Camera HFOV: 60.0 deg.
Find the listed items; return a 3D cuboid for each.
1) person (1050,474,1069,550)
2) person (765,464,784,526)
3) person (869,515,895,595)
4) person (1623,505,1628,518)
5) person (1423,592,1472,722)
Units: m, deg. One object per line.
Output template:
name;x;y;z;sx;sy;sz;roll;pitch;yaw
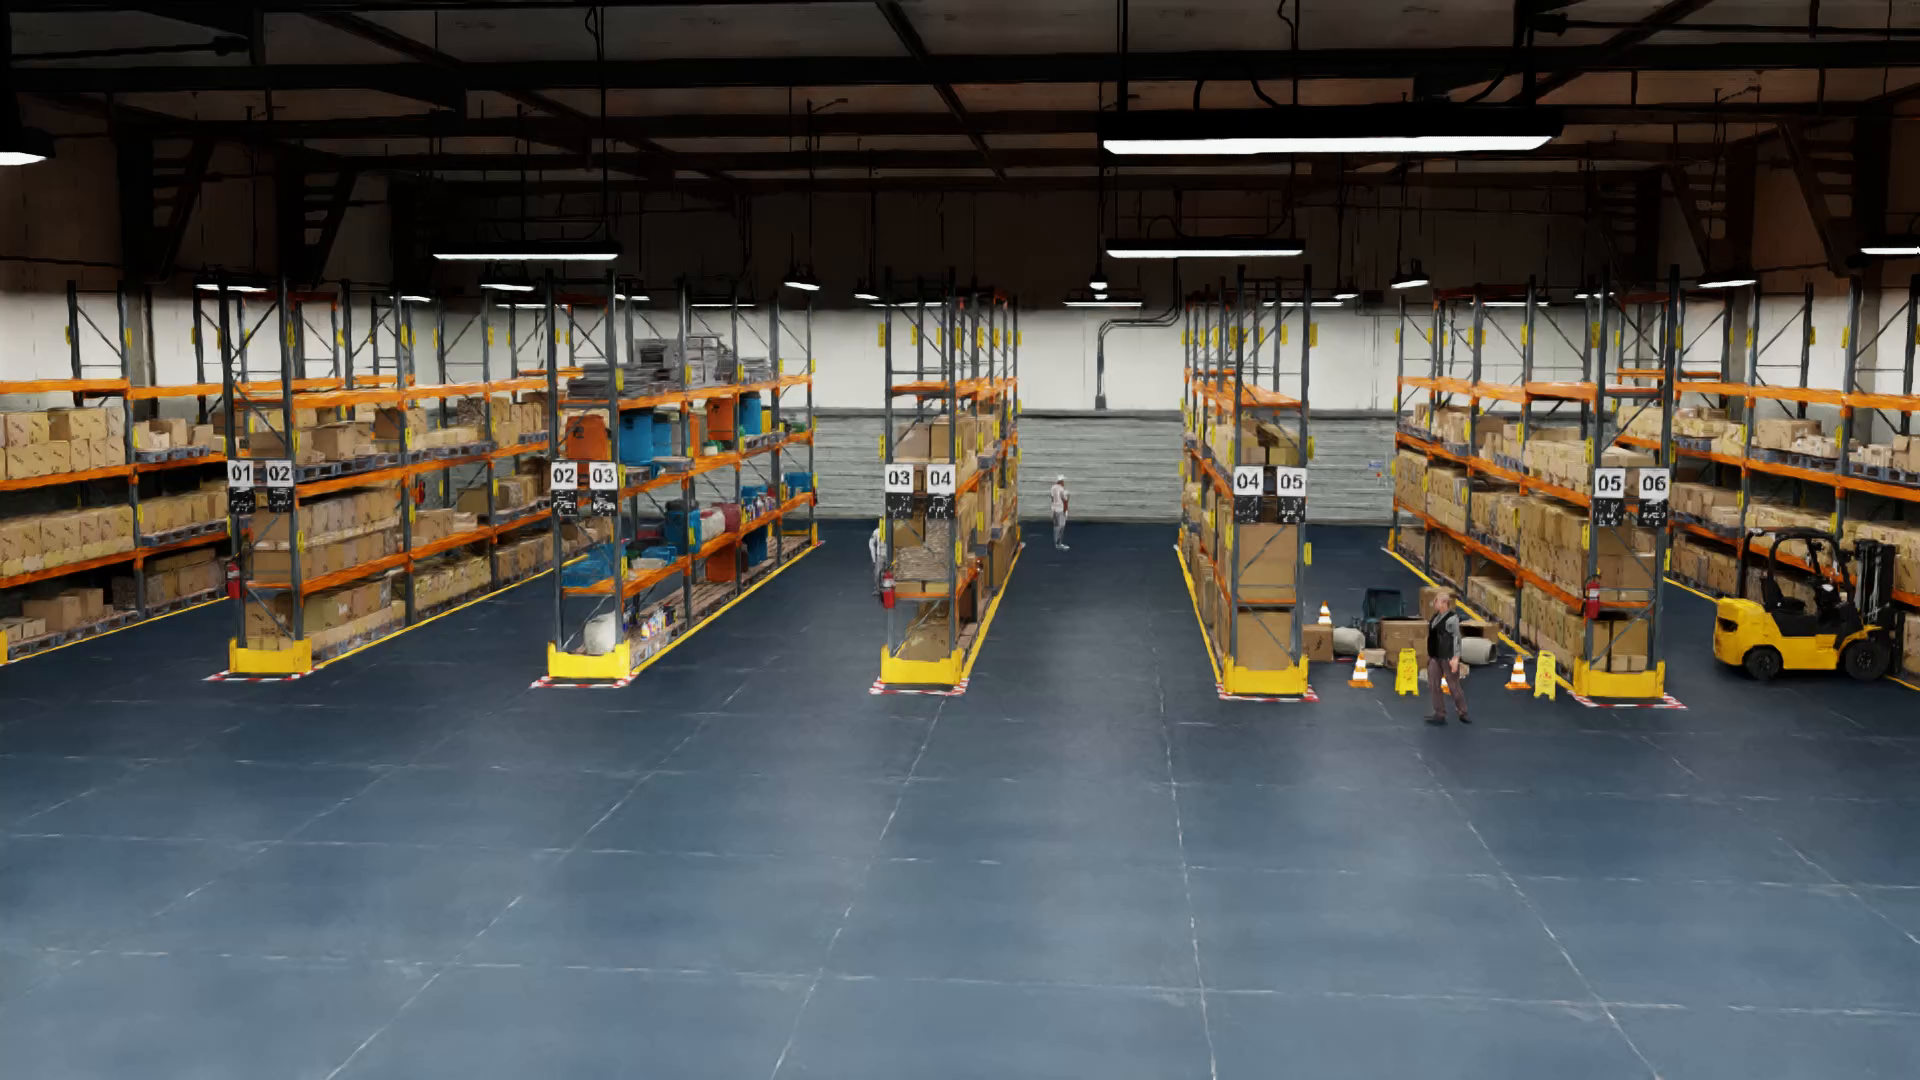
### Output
person;2.405;-0.683;39.398;0.456;1.786;0.620;-3;8;-26
person;-4.855;-1.155;43.331;0.460;1.780;0.704;6;9;40
person;-1.446;0.297;32.180;0.639;1.632;0.506;0;7;3
person;13.506;0.012;34.176;0.582;1.664;0.578;3;8;24
person;6.381;1.531;21.726;0.536;1.713;0.628;-3;7;-22
